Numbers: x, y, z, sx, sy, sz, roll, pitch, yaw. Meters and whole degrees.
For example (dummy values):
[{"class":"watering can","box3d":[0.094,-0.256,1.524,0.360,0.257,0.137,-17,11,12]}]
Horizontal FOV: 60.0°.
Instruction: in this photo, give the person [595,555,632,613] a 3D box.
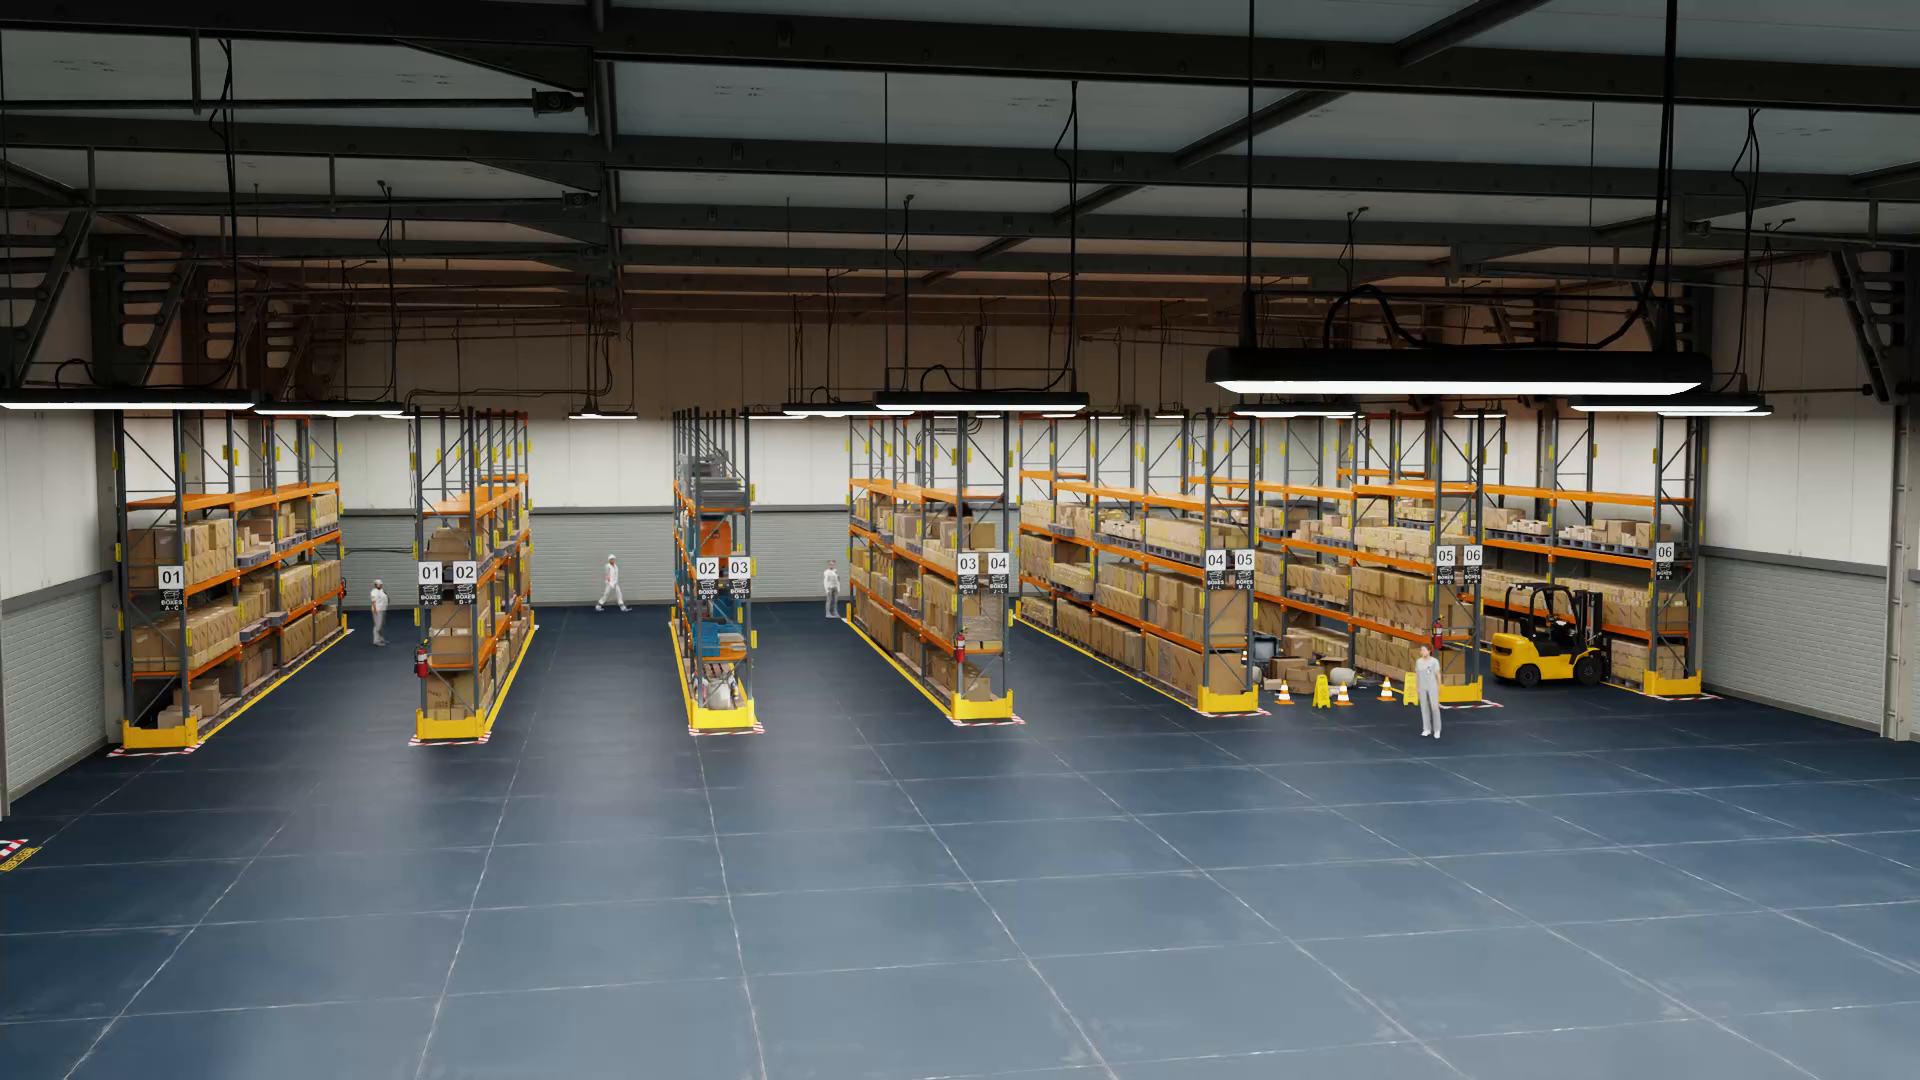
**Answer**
[{"class":"person","box3d":[-10.399,1.316,49.845,1.067,1.750,0.670,1,4,10]}]

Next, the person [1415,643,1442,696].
[{"class":"person","box3d":[8.545,2.370,30.351,0.492,0.975,0.341,3,5,38]}]

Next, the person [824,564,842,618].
[{"class":"person","box3d":[-3.721,1.447,48.606,0.379,1.679,0.492,4,6,43]}]

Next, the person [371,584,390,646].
[{"class":"person","box3d":[-14.923,1.872,42.812,0.412,1.677,0.540,0,4,-4]}]
